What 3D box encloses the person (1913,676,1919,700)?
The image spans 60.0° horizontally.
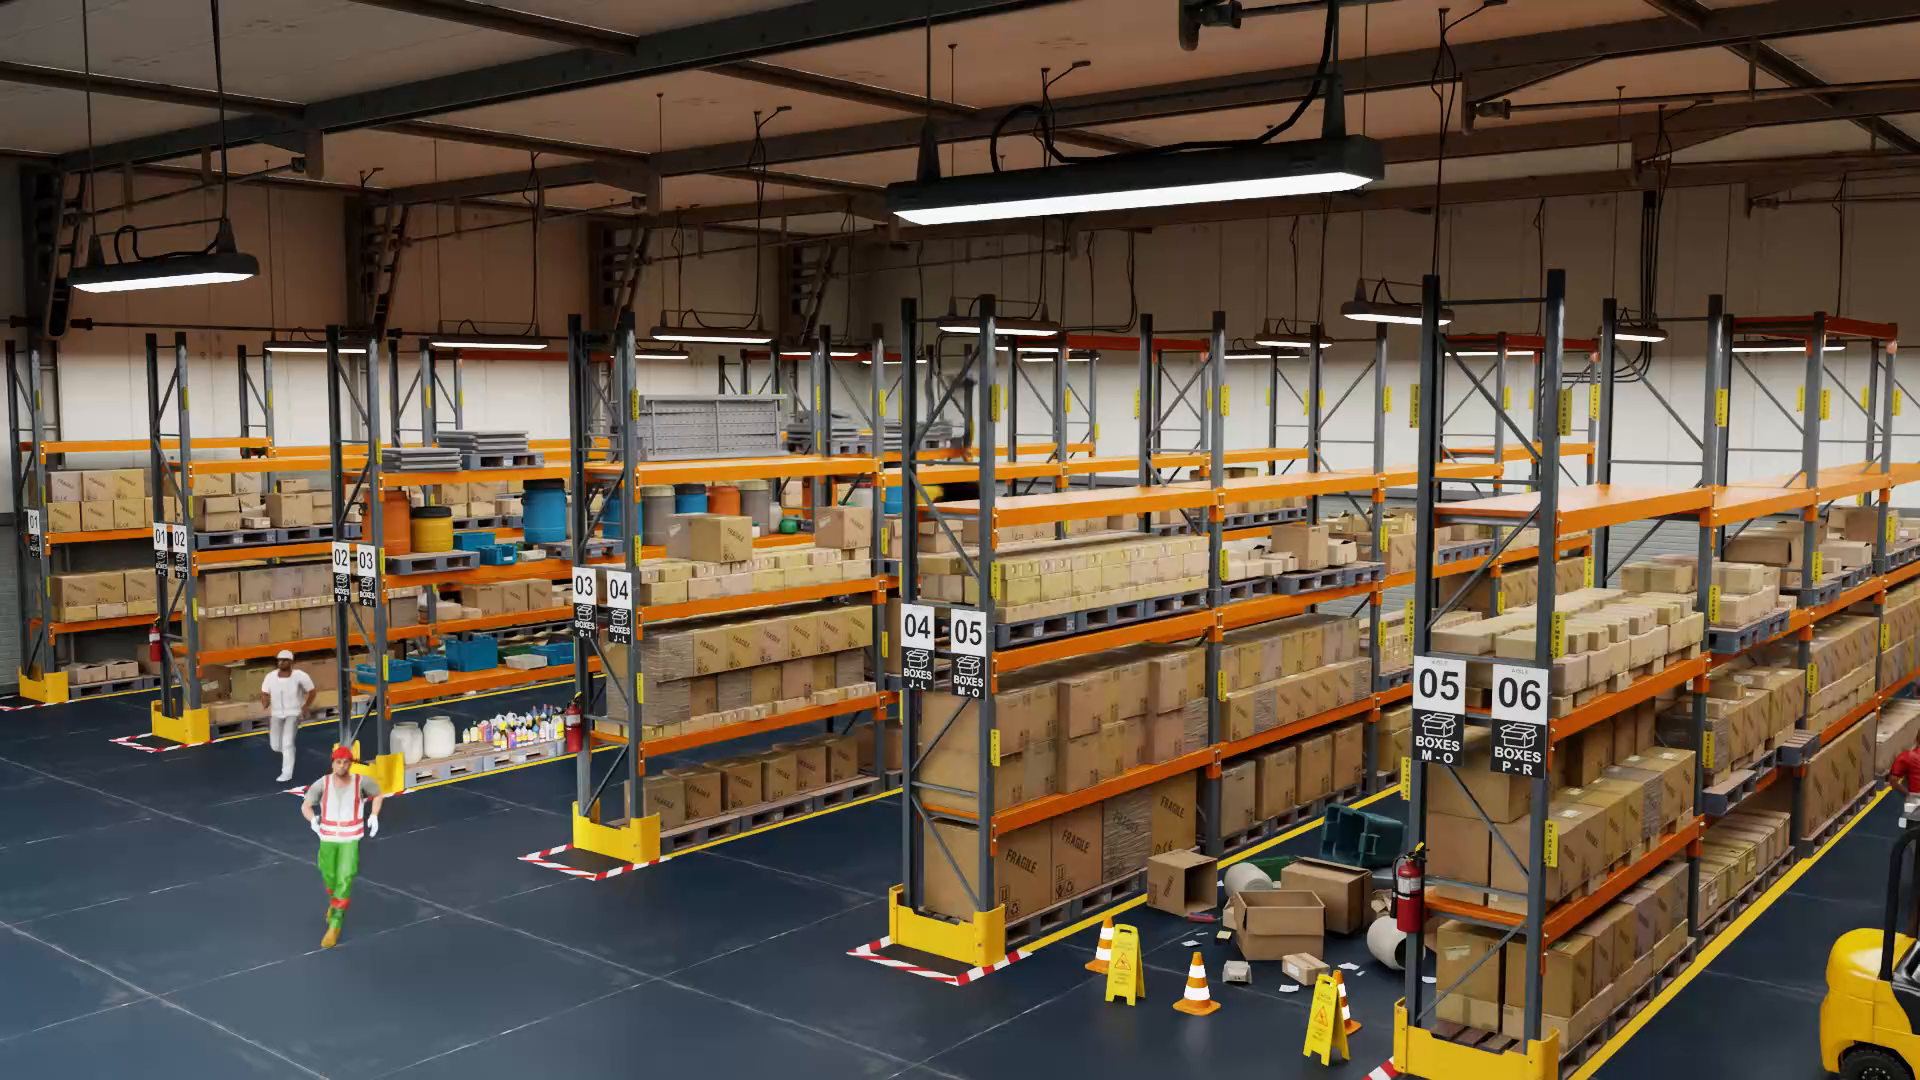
[{"bbox_3d":[14.842,2.077,25.431,0.645,1.630,0.530,-2,5,-17],"label":"person"}]

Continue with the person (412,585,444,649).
[{"bbox_3d":[-9.928,1.512,31.028,0.681,1.759,0.778,3,6,33],"label":"person"}]

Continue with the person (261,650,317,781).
[{"bbox_3d":[-8.947,2.313,22.140,0.699,1.726,0.687,0,5,-2],"label":"person"}]

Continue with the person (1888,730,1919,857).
[{"bbox_3d":[9.984,2.808,17.207,0.693,1.697,0.724,4,6,35],"label":"person"}]

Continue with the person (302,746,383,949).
[{"bbox_3d":[-5.876,2.848,15.775,0.698,1.800,0.945,-1,5,-8],"label":"person"}]
